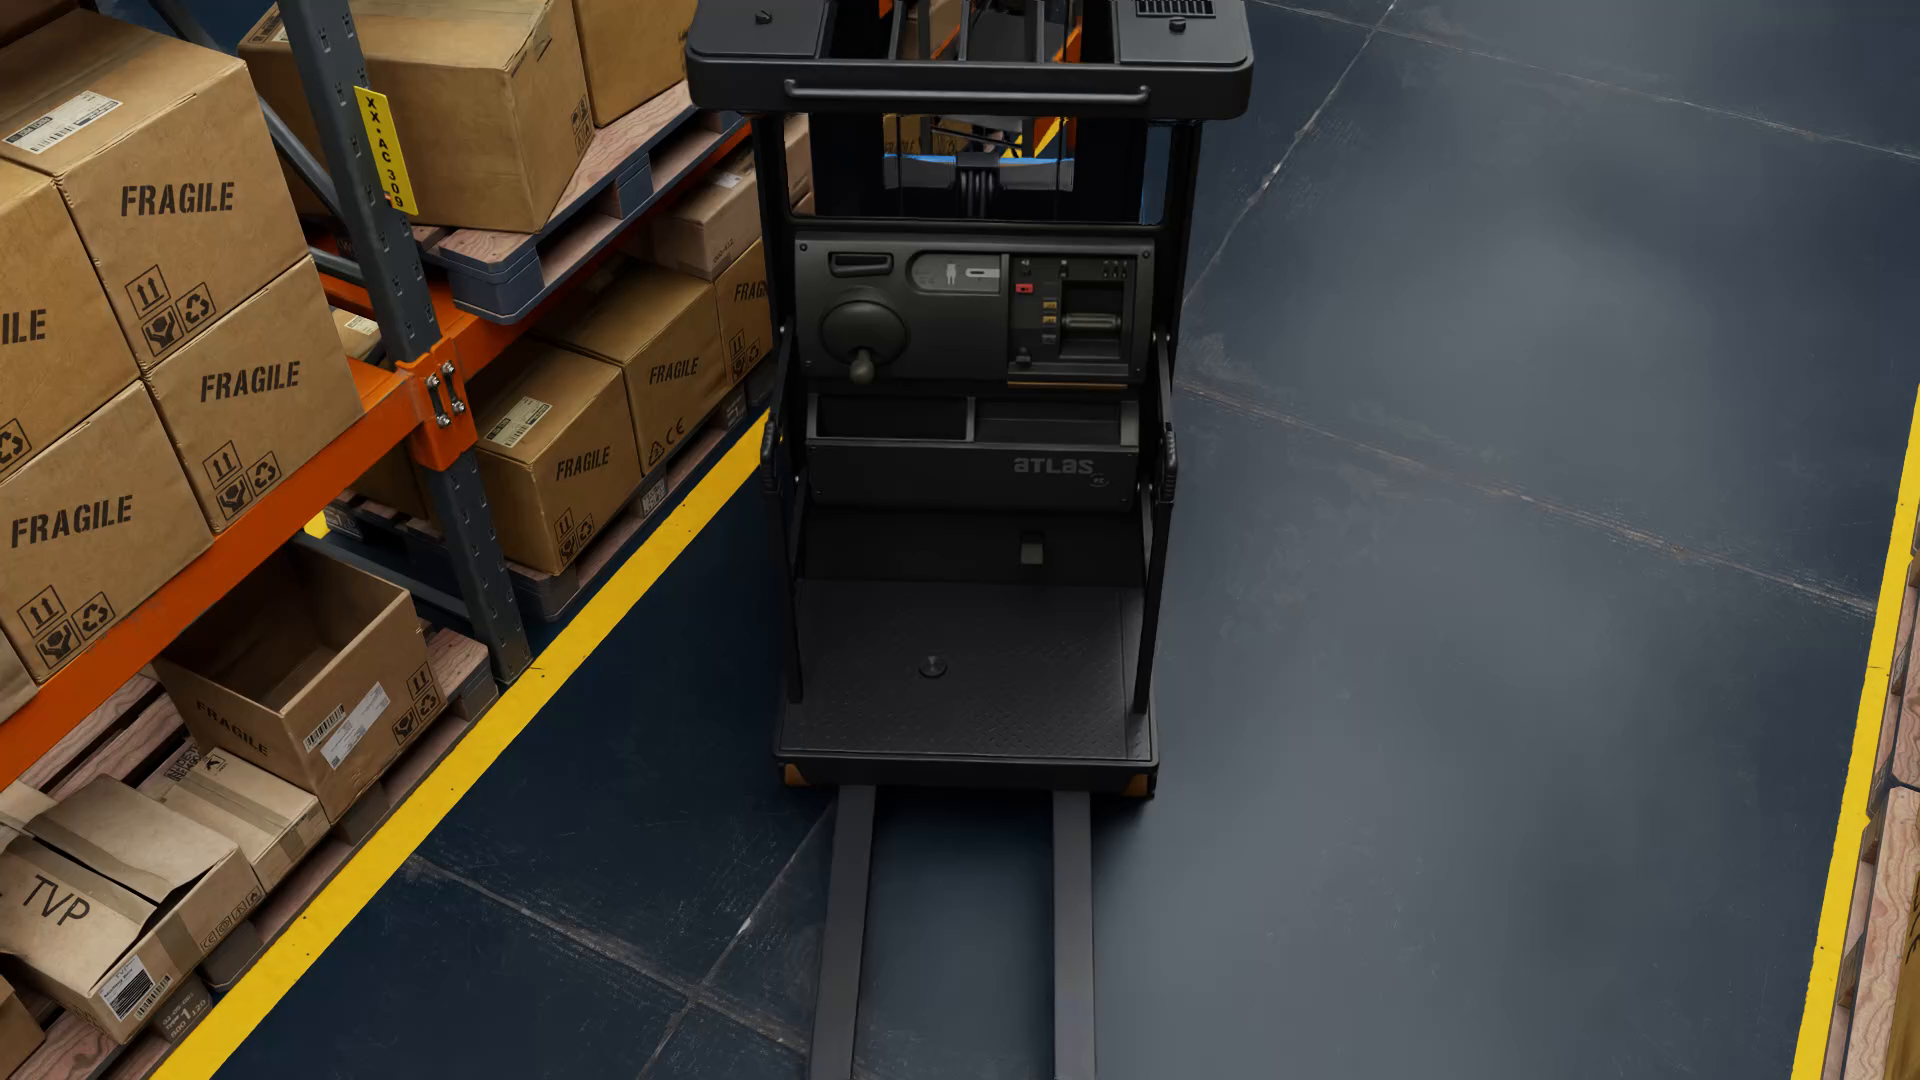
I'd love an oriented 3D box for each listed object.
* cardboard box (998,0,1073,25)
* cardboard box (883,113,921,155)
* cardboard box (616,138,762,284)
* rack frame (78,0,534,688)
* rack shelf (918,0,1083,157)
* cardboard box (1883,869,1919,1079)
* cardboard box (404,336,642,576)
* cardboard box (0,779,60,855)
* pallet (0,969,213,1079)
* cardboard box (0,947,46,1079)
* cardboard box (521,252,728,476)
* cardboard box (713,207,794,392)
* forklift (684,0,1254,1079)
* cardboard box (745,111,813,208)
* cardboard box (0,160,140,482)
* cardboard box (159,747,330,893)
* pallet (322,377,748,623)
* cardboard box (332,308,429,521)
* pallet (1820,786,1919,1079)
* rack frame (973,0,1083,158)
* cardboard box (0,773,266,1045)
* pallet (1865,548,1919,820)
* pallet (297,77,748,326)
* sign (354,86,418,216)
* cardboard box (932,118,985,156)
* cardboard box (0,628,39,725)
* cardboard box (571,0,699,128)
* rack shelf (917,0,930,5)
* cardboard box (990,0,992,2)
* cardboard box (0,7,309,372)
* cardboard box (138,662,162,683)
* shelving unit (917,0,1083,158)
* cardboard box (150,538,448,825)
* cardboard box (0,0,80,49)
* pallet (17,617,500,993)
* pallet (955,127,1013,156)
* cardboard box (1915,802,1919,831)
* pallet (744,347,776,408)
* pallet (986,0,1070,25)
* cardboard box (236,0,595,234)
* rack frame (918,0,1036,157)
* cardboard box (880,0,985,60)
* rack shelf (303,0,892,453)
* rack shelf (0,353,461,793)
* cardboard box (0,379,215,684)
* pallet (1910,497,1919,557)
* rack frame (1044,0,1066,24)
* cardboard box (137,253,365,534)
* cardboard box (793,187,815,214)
[{"bbox_3d":[0.515,-2.723,7.970,0.500,0.250,0.500,20,49,19],"label":"cardboard box"},{"bbox_3d":[-0.455,-1.592,6.663,0.500,0.500,0.500,19,48,18],"label":"cardboard box"},{"bbox_3d":[-0.940,-1.183,5.731,0.500,0.250,0.500,21,49,19],"label":"cardboard box"},{"bbox_3d":[-1.845,-0.789,4.421,1.000,3.000,0.127,20,49,19],"label":"rack frame"},{"bbox_3d":[0.145,-1.507,5.780,0.431,0.518,0.480,16,47,15],"label":"rack shelf"},{"bbox_3d":[2.731,1.000,3.869,0.750,0.750,0.750,21,49,19],"label":"cardboard box"},{"bbox_3d":[-1.404,-0.289,5.375,0.500,0.500,0.500,18,48,17],"label":"cardboard box"},{"bbox_3d":[-2.624,0.794,4.539,0.380,0.166,0.250,20,49,19],"label":"cardboard box"},{"bbox_3d":[-2.730,1.395,4.223,1.003,0.211,1.213,20,49,19],"label":"pallet"},{"bbox_3d":[-2.712,1.119,3.981,0.797,0.503,0.637,20,49,19],"label":"cardboard box"},{"bbox_3d":[-1.167,-0.629,5.711,0.500,0.500,0.500,21,49,20],"label":"cardboard box"},{"bbox_3d":[-0.928,-0.941,6.019,0.500,0.500,0.500,21,49,20],"label":"cardboard box"},{"bbox_3d":[0.030,-0.501,4.184,1.130,2.935,3.031,1,45,1],"label":"forklift"},{"bbox_3d":[-0.708,-1.499,6.043,0.500,0.250,0.500,20,49,18],"label":"cardboard box"},{"bbox_3d":[-2.086,-0.448,3.310,0.500,0.500,0.500,20,49,18],"label":"cardboard box"},{"bbox_3d":[-1.979,0.767,4.578,0.380,0.149,0.250,20,49,19],"label":"cardboard box"},{"bbox_3d":[-1.501,-0.334,5.931,1.003,0.211,1.213,20,49,19],"label":"pallet"},{"bbox_3d":[-1.870,-0.470,5.554,0.500,0.500,0.500,20,49,19],"label":"cardboard box"},{"bbox_3d":[2.836,1.313,4.303,1.003,0.211,1.213,20,49,19],"label":"pallet"},{"bbox_3d":[0.235,-1.678,5.930,0.400,2.100,0.015,16,47,15],"label":"rack frame"},{"bbox_3d":[-2.206,0.927,4.306,0.500,0.311,0.500,20,49,19],"label":"cardboard box"},{"bbox_3d":[3.401,0.542,5.066,1.003,0.211,1.213,20,49,19],"label":"pallet"},{"bbox_3d":[-1.377,-1.189,4.951,1.003,0.211,1.213,20,49,19],"label":"pallet"},{"bbox_3d":[-1.361,-0.919,3.941,0.100,0.325,0.005,20,49,19],"label":"sign"},{"bbox_3d":[-0.214,-1.918,6.985,0.500,0.500,0.500,22,49,21],"label":"cardboard box"},{"bbox_3d":[-2.324,0.225,3.348,0.500,0.500,0.500,22,49,20],"label":"cardboard box"},{"bbox_3d":[-1.164,-1.650,4.907,0.700,0.500,0.500,28,52,25],"label":"cardboard box"},{"bbox_3d":[0.141,-2.000,5.283,0.431,0.518,0.480,16,47,15],"label":"rack shelf"},{"bbox_3d":[0.040,-2.902,8.147,0.500,0.250,0.500,22,49,20],"label":"cardboard box"},{"bbox_3d":[-1.850,-0.772,3.630,0.500,0.500,0.500,21,49,19],"label":"cardboard box"},{"bbox_3d":[-2.231,0.195,5.030,0.500,0.311,0.500,20,49,19],"label":"cardboard box"},{"bbox_3d":[0.145,-1.517,5.771,0.431,2.100,0.503,16,47,15],"label":"shelving unit"},{"bbox_3d":[-1.858,0.388,4.706,0.500,0.500,0.500,20,49,19],"label":"cardboard box"},{"bbox_3d":[-2.313,-0.972,3.828,0.500,0.500,0.500,22,49,20],"label":"cardboard box"},{"bbox_3d":[-2.164,0.624,4.985,1.003,0.211,1.213,20,49,19],"label":"pallet"},{"bbox_3d":[-0.368,-1.871,7.451,1.003,0.211,1.213,20,49,19],"label":"pallet"},{"bbox_3d":[3.141,0.439,4.423,0.750,0.750,0.750,22,49,20],"label":"cardboard box"},{"bbox_3d":[-0.936,-1.105,6.694,1.003,0.211,1.213,20,49,19],"label":"pallet"},{"bbox_3d":[0.429,-2.834,8.403,1.003,0.211,1.213,20,49,19],"label":"pallet"},{"bbox_3d":[-1.427,-1.196,4.458,0.700,0.500,0.500,6,46,6],"label":"cardboard box"},{"bbox_3d":[0.055,-1.355,5.611,0.400,2.100,0.015,16,47,15],"label":"rack frame"},{"bbox_3d":[-0.237,-2.145,6.682,0.500,0.250,0.500,22,49,21],"label":"cardboard box"},{"bbox_3d":[-0.916,-1.796,5.922,1.077,0.370,4.000,20,49,19],"label":"rack shelf"},{"bbox_3d":[-2.773,0.724,3.431,1.077,0.370,4.000,20,49,19],"label":"rack shelf"},{"bbox_3d":[-2.088,-0.099,3.669,0.500,0.500,0.500,22,49,20],"label":"cardboard box"},{"bbox_3d":[3.969,-0.224,5.823,1.003,0.211,1.213,20,49,19],"label":"pallet"},{"bbox_3d":[0.012,-3.309,6.911,1.000,3.000,0.127,20,49,19],"label":"rack frame"},{"bbox_3d":[-1.850,-0.424,3.990,0.500,0.500,0.500,21,49,20],"label":"cardboard box"},{"bbox_3d":[-0.693,-1.260,6.334,0.500,0.500,0.500,19,48,18],"label":"cardboard box"}]
